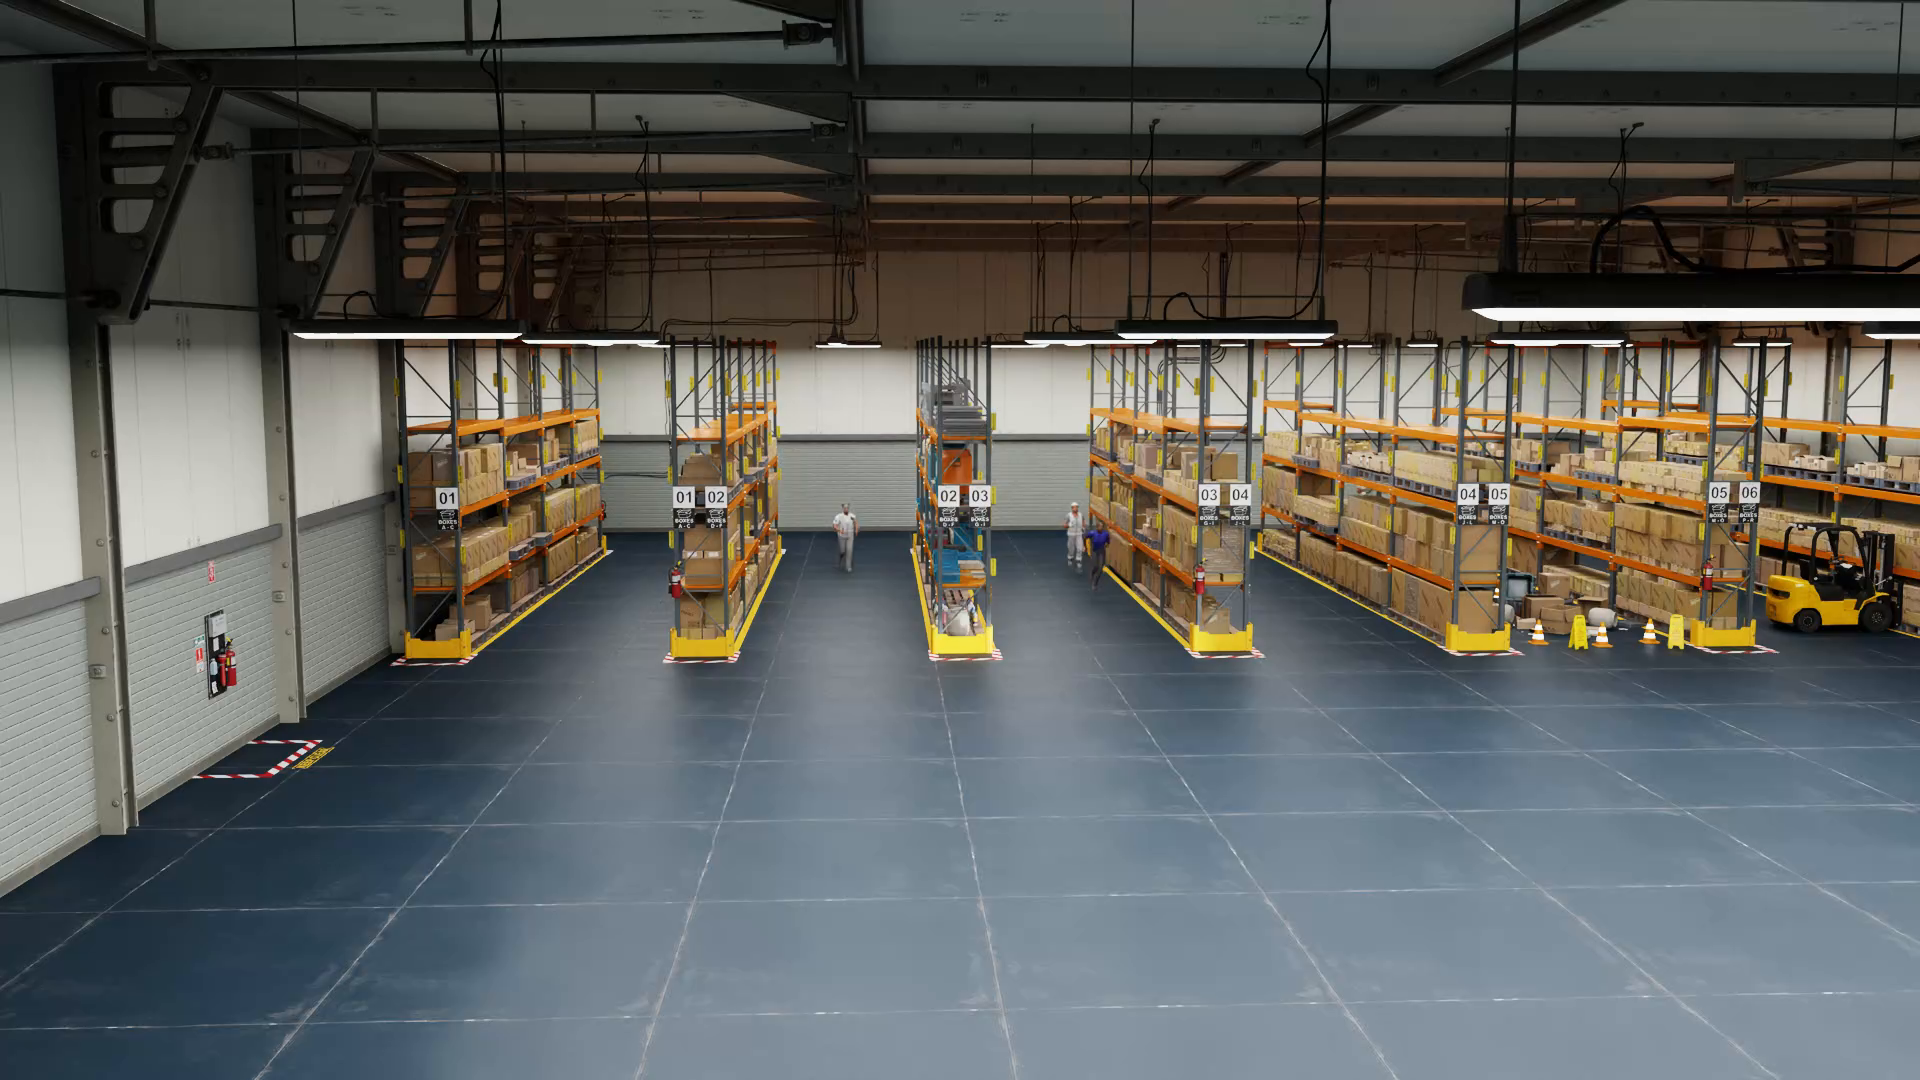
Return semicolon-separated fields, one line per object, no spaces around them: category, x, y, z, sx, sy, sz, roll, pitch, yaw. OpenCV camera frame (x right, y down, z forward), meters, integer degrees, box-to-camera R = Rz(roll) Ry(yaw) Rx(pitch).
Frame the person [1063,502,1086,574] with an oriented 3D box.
person;2.967;-0.072;43.058;0.643;1.829;0.850;-1;7;-8

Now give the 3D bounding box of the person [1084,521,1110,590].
person;3.143;0.360;37.870;0.562;1.595;0.671;-1;7;-11

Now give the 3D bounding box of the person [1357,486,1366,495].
person;11.984;-0.777;49.405;0.995;1.792;0.694;1;7;5

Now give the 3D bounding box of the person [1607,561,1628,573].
person;16.997;0.050;42.841;0.549;1.709;0.779;-1;7;-13

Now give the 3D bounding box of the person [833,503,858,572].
person;-2.987;-0.097;43.608;0.688;1.782;0.798;-2;7;-15
